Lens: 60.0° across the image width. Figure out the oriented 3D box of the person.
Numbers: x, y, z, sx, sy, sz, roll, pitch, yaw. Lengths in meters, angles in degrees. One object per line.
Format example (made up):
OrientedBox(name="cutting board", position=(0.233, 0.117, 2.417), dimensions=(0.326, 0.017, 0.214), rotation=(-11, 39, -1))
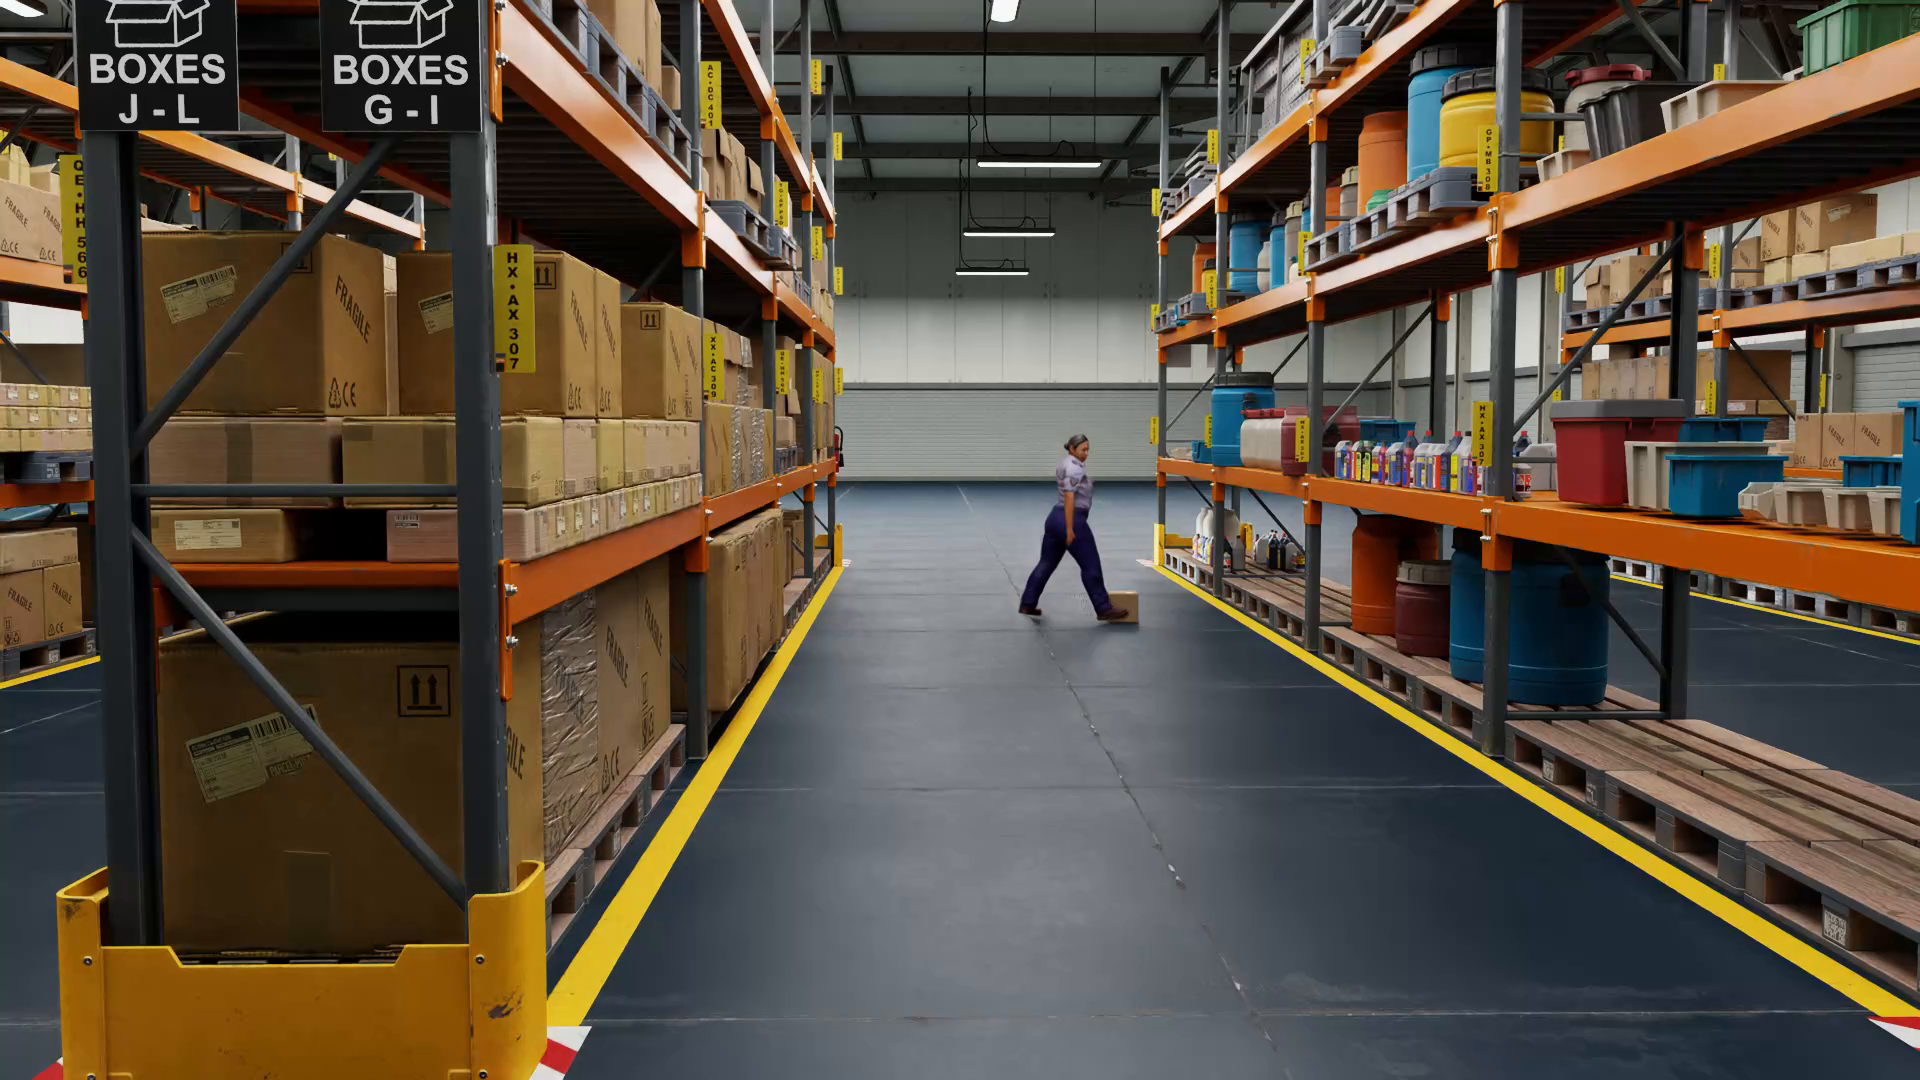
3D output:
OrientedBox(name="person", position=(0.925, -0.118, 14.421), dimensions=(0.910, 1.609, 0.636), rotation=(-1, 4, -15))
